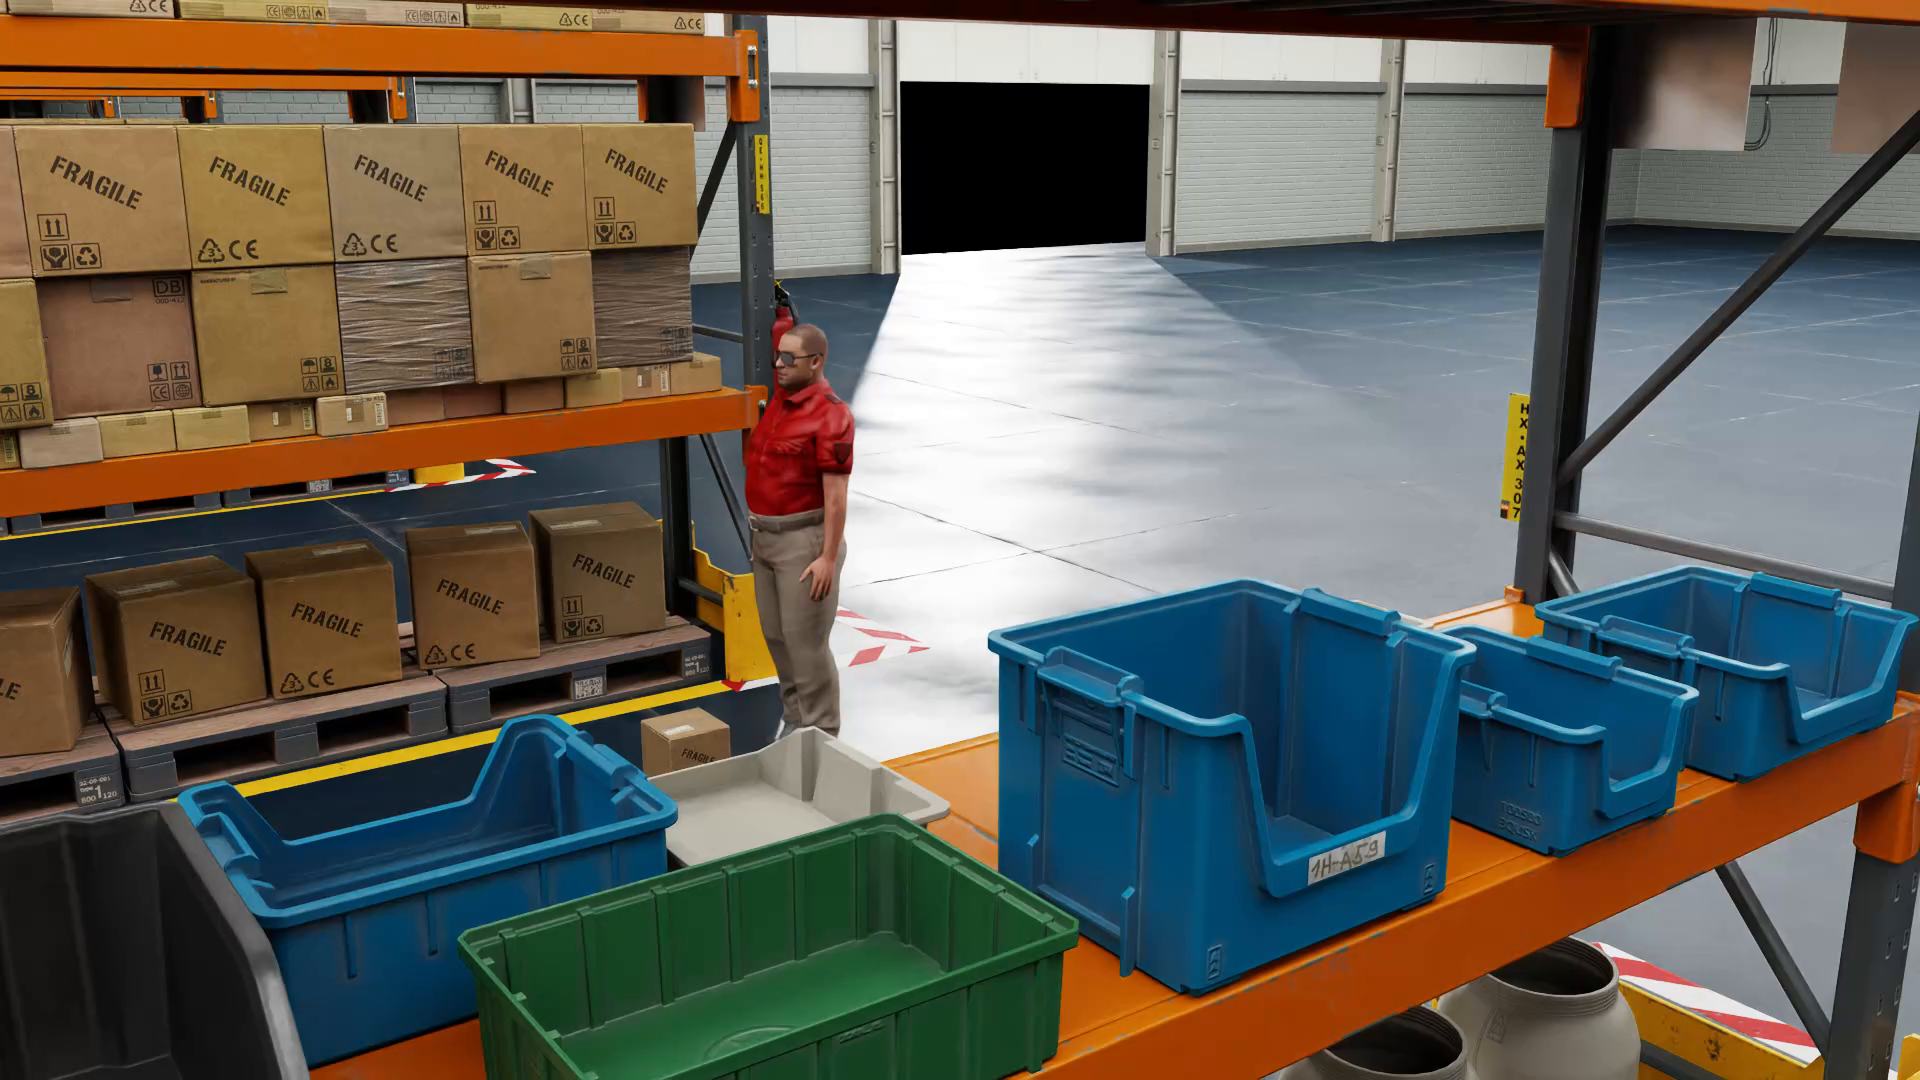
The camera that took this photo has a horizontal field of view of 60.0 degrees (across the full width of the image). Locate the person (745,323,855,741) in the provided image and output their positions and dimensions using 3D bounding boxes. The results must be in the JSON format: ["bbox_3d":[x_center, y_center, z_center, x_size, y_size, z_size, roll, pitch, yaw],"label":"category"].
[{"bbox_3d":[-0.628,0.065,6.429,0.435,1.793,0.535,-10,17,-34],"label":"person"}]
